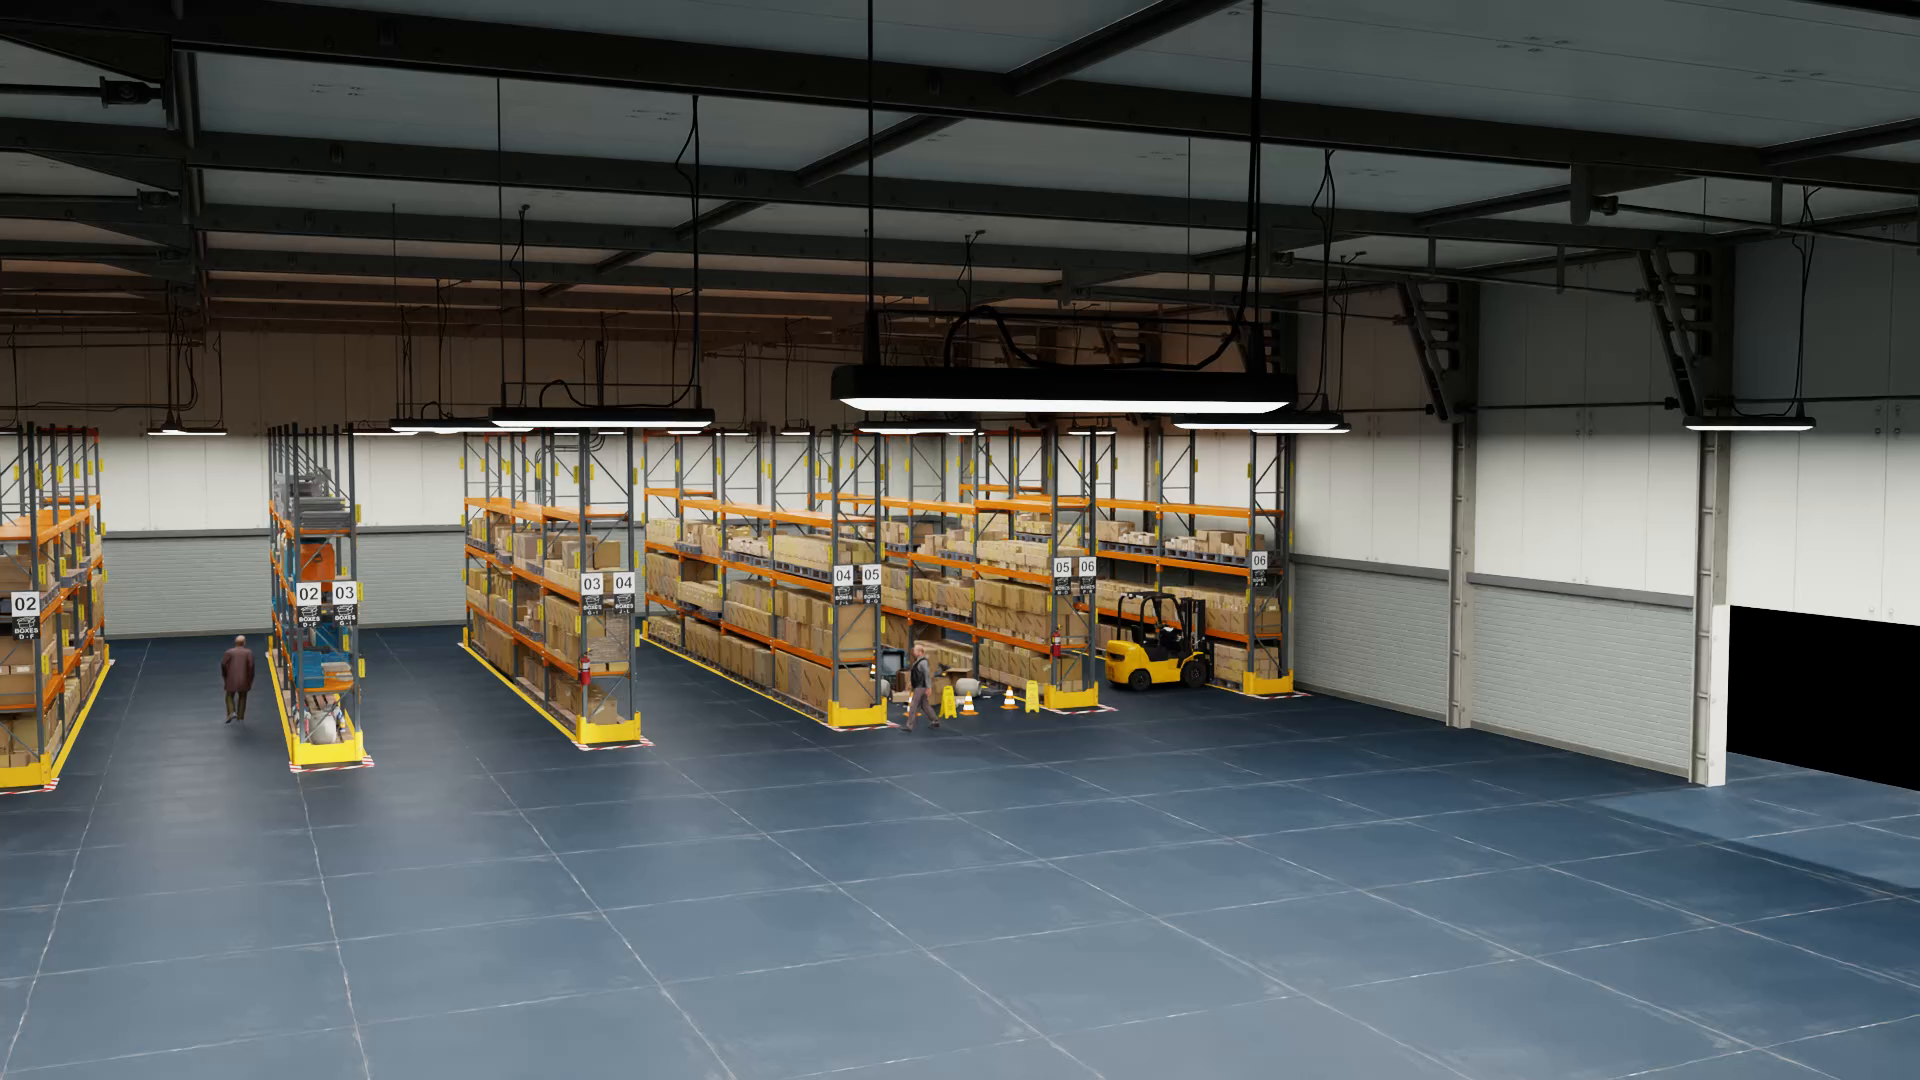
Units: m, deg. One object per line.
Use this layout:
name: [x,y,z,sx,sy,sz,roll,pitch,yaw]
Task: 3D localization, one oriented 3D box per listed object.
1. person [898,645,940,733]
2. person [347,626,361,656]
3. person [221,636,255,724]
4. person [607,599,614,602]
person: [-0.802,2.897,32.515,0.886,1.697,0.547,-1,4,-9]
person: [-16.164,2.176,43.799,0.530,1.811,0.581,2,4,34]
person: [-14.463,2.812,33.330,0.632,1.752,0.703,-1,4,-23]
person: [-10.172,1.924,48.552,0.475,1.634,0.911,0,3,-4]
